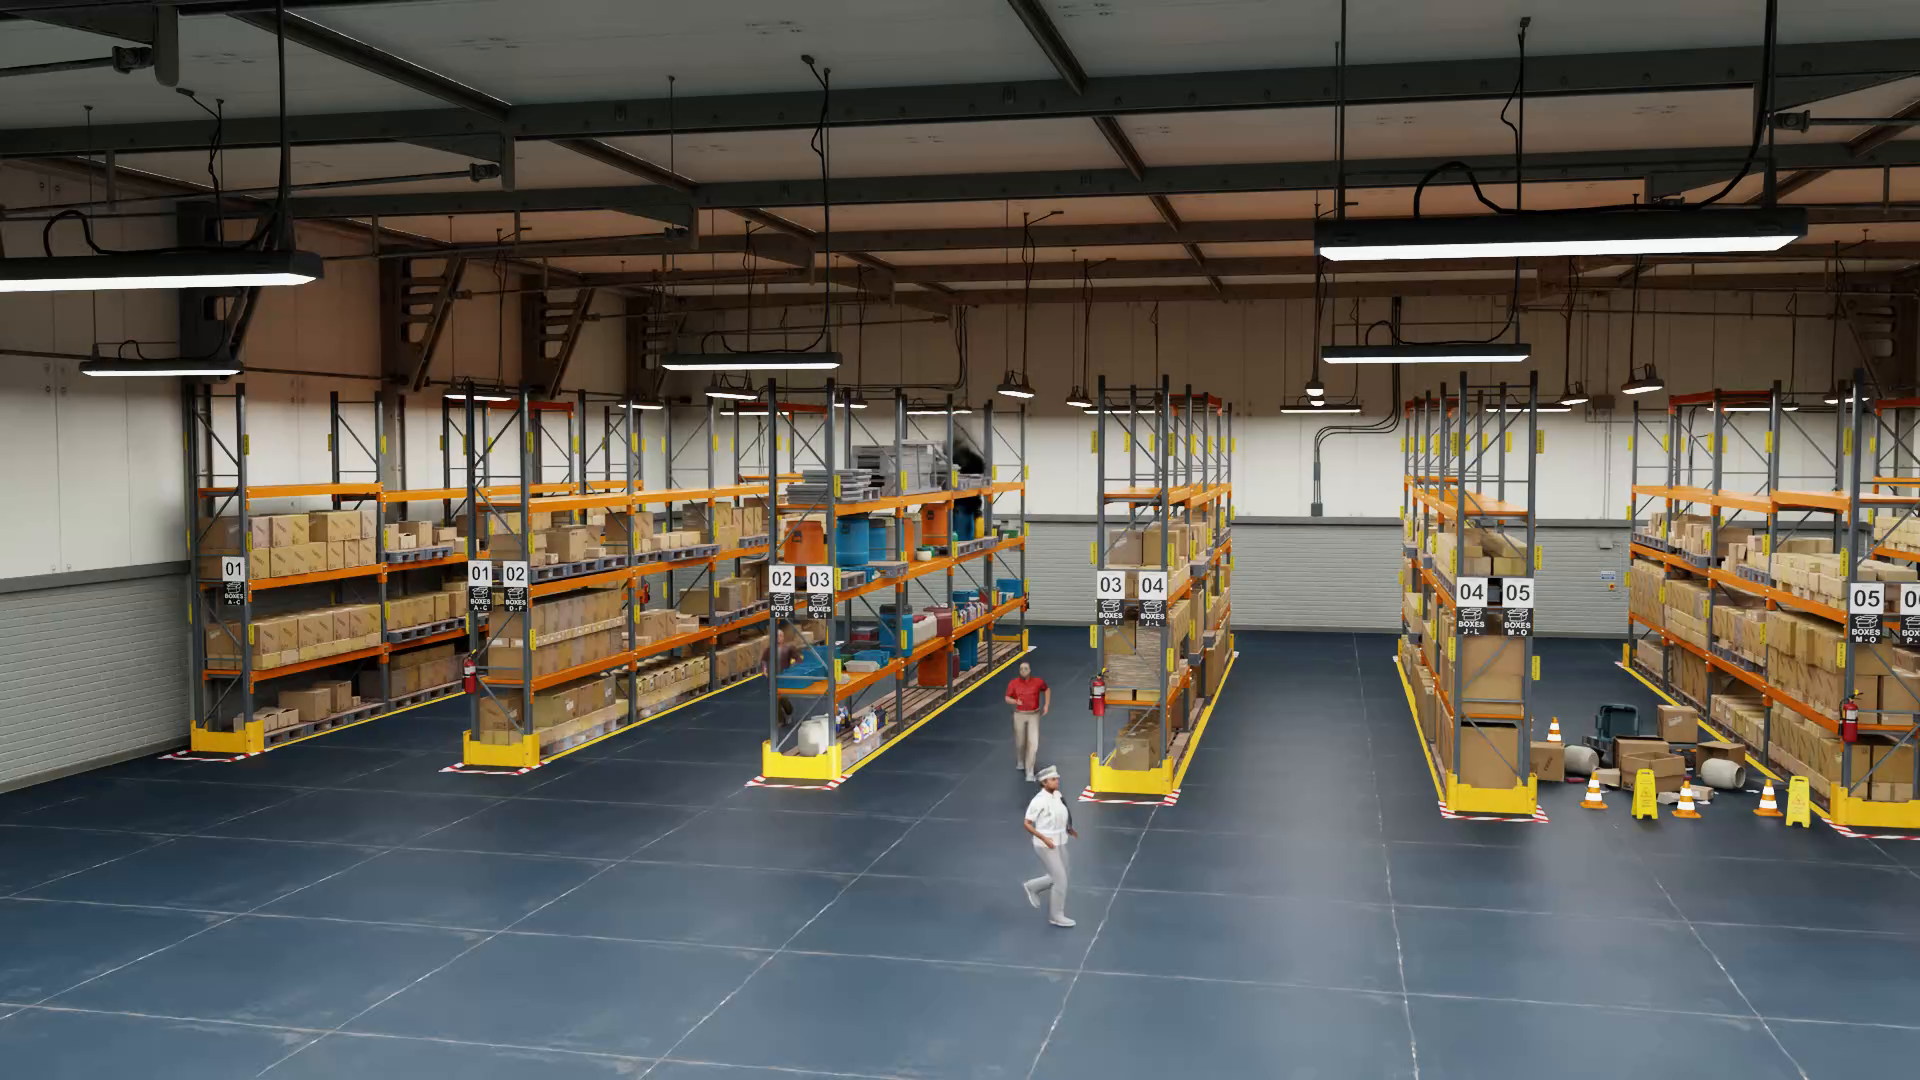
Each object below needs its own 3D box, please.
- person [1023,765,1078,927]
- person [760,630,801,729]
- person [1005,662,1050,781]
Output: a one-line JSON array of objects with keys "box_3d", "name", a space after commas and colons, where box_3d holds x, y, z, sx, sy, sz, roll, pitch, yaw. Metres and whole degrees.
[{"box_3d": [0.912, 3.178, 17.407, 0.701, 1.649, 0.581, 3, 4, 38], "name": "person"}, {"box_3d": [-3.193, 2.454, 29.325, 0.716, 1.743, 0.630, 1, 3, 11], "name": "person"}, {"box_3d": [1.010, 2.729, 25.138, 0.670, 1.776, 0.822, 0, 3, 7], "name": "person"}]
